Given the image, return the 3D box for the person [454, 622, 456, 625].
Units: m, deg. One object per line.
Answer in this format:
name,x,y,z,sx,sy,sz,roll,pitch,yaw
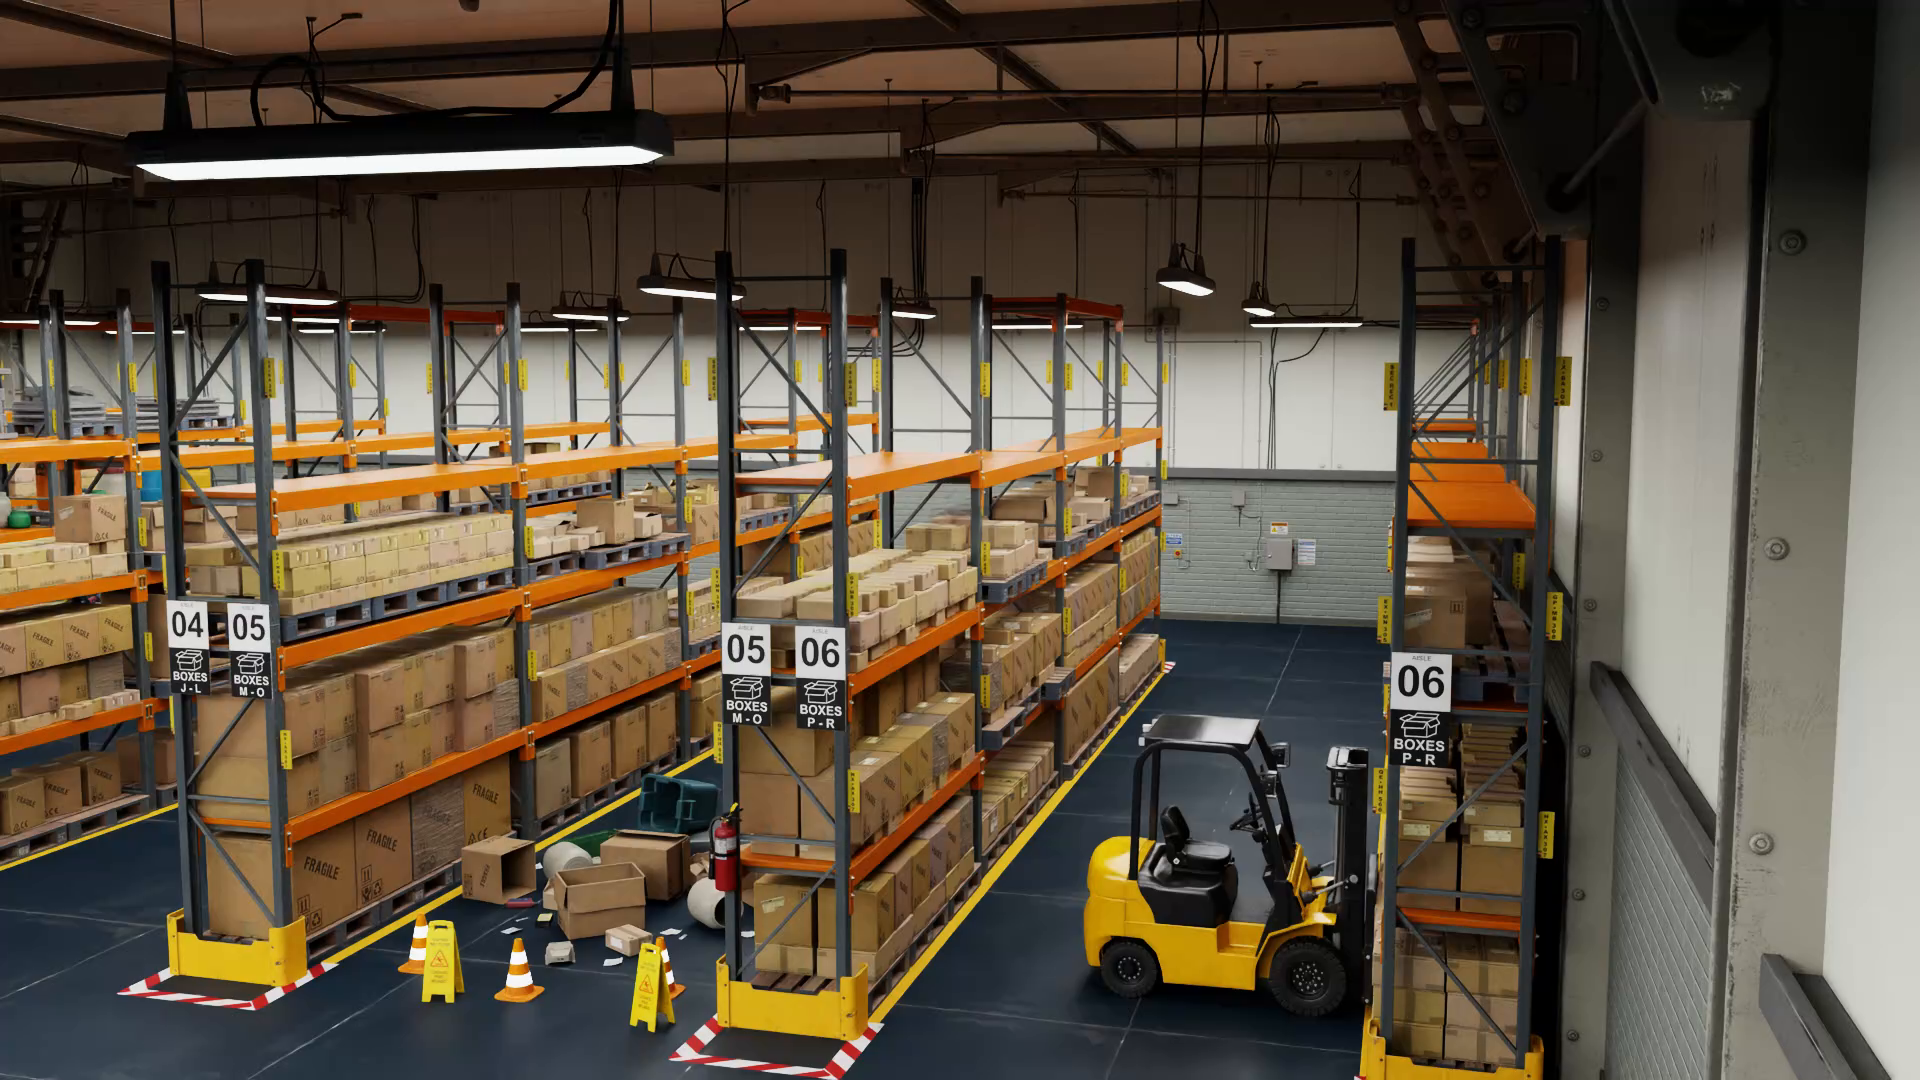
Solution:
person,-7.061,1.893,23.019,0.568,1.651,0.431,5,8,41
